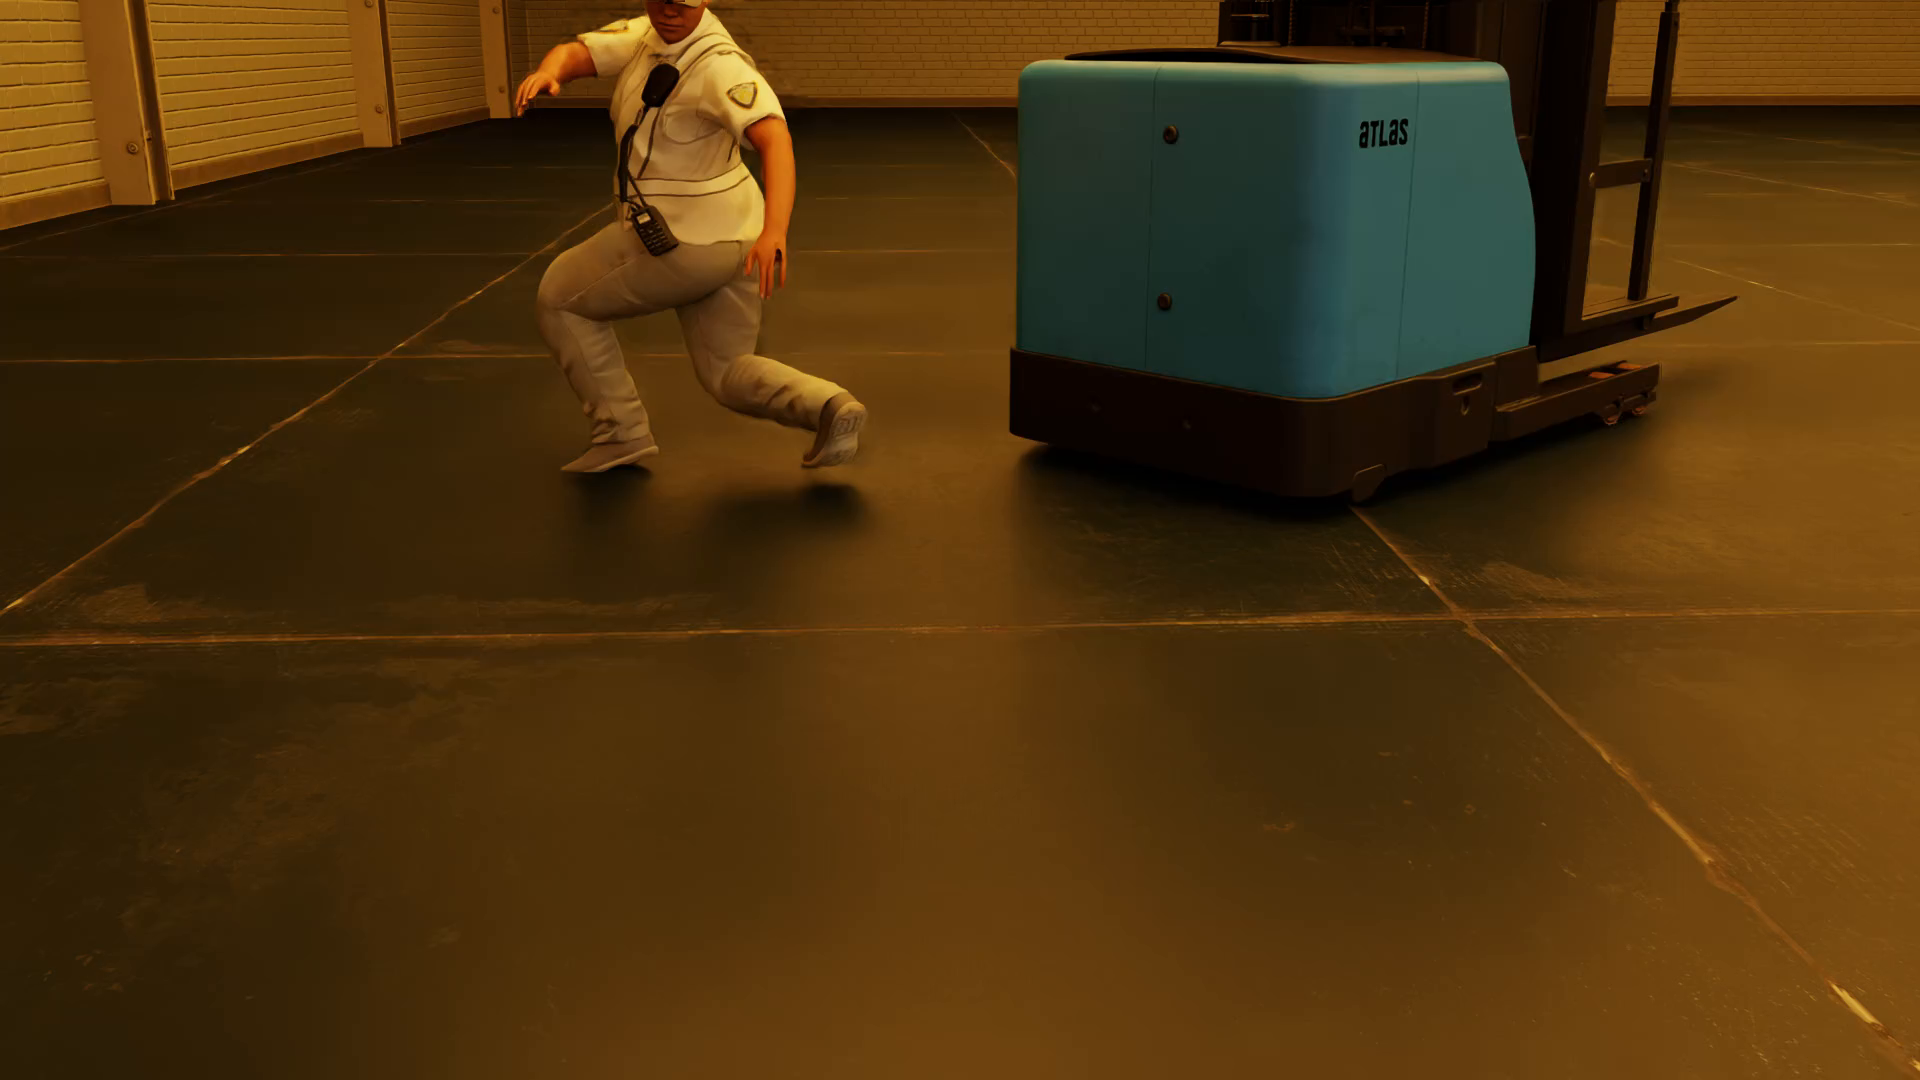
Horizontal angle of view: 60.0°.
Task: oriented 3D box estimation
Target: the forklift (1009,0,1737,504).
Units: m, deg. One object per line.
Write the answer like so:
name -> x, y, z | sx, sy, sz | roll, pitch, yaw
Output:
forklift -> 1.538, -1.842, 4.928 | 3.031, 2.935, 1.130 | -16, 23, -42

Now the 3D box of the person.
person -> -0.694, -0.786, 4.209 | 0.928, 1.440, 0.699 | 3, 17, 10
